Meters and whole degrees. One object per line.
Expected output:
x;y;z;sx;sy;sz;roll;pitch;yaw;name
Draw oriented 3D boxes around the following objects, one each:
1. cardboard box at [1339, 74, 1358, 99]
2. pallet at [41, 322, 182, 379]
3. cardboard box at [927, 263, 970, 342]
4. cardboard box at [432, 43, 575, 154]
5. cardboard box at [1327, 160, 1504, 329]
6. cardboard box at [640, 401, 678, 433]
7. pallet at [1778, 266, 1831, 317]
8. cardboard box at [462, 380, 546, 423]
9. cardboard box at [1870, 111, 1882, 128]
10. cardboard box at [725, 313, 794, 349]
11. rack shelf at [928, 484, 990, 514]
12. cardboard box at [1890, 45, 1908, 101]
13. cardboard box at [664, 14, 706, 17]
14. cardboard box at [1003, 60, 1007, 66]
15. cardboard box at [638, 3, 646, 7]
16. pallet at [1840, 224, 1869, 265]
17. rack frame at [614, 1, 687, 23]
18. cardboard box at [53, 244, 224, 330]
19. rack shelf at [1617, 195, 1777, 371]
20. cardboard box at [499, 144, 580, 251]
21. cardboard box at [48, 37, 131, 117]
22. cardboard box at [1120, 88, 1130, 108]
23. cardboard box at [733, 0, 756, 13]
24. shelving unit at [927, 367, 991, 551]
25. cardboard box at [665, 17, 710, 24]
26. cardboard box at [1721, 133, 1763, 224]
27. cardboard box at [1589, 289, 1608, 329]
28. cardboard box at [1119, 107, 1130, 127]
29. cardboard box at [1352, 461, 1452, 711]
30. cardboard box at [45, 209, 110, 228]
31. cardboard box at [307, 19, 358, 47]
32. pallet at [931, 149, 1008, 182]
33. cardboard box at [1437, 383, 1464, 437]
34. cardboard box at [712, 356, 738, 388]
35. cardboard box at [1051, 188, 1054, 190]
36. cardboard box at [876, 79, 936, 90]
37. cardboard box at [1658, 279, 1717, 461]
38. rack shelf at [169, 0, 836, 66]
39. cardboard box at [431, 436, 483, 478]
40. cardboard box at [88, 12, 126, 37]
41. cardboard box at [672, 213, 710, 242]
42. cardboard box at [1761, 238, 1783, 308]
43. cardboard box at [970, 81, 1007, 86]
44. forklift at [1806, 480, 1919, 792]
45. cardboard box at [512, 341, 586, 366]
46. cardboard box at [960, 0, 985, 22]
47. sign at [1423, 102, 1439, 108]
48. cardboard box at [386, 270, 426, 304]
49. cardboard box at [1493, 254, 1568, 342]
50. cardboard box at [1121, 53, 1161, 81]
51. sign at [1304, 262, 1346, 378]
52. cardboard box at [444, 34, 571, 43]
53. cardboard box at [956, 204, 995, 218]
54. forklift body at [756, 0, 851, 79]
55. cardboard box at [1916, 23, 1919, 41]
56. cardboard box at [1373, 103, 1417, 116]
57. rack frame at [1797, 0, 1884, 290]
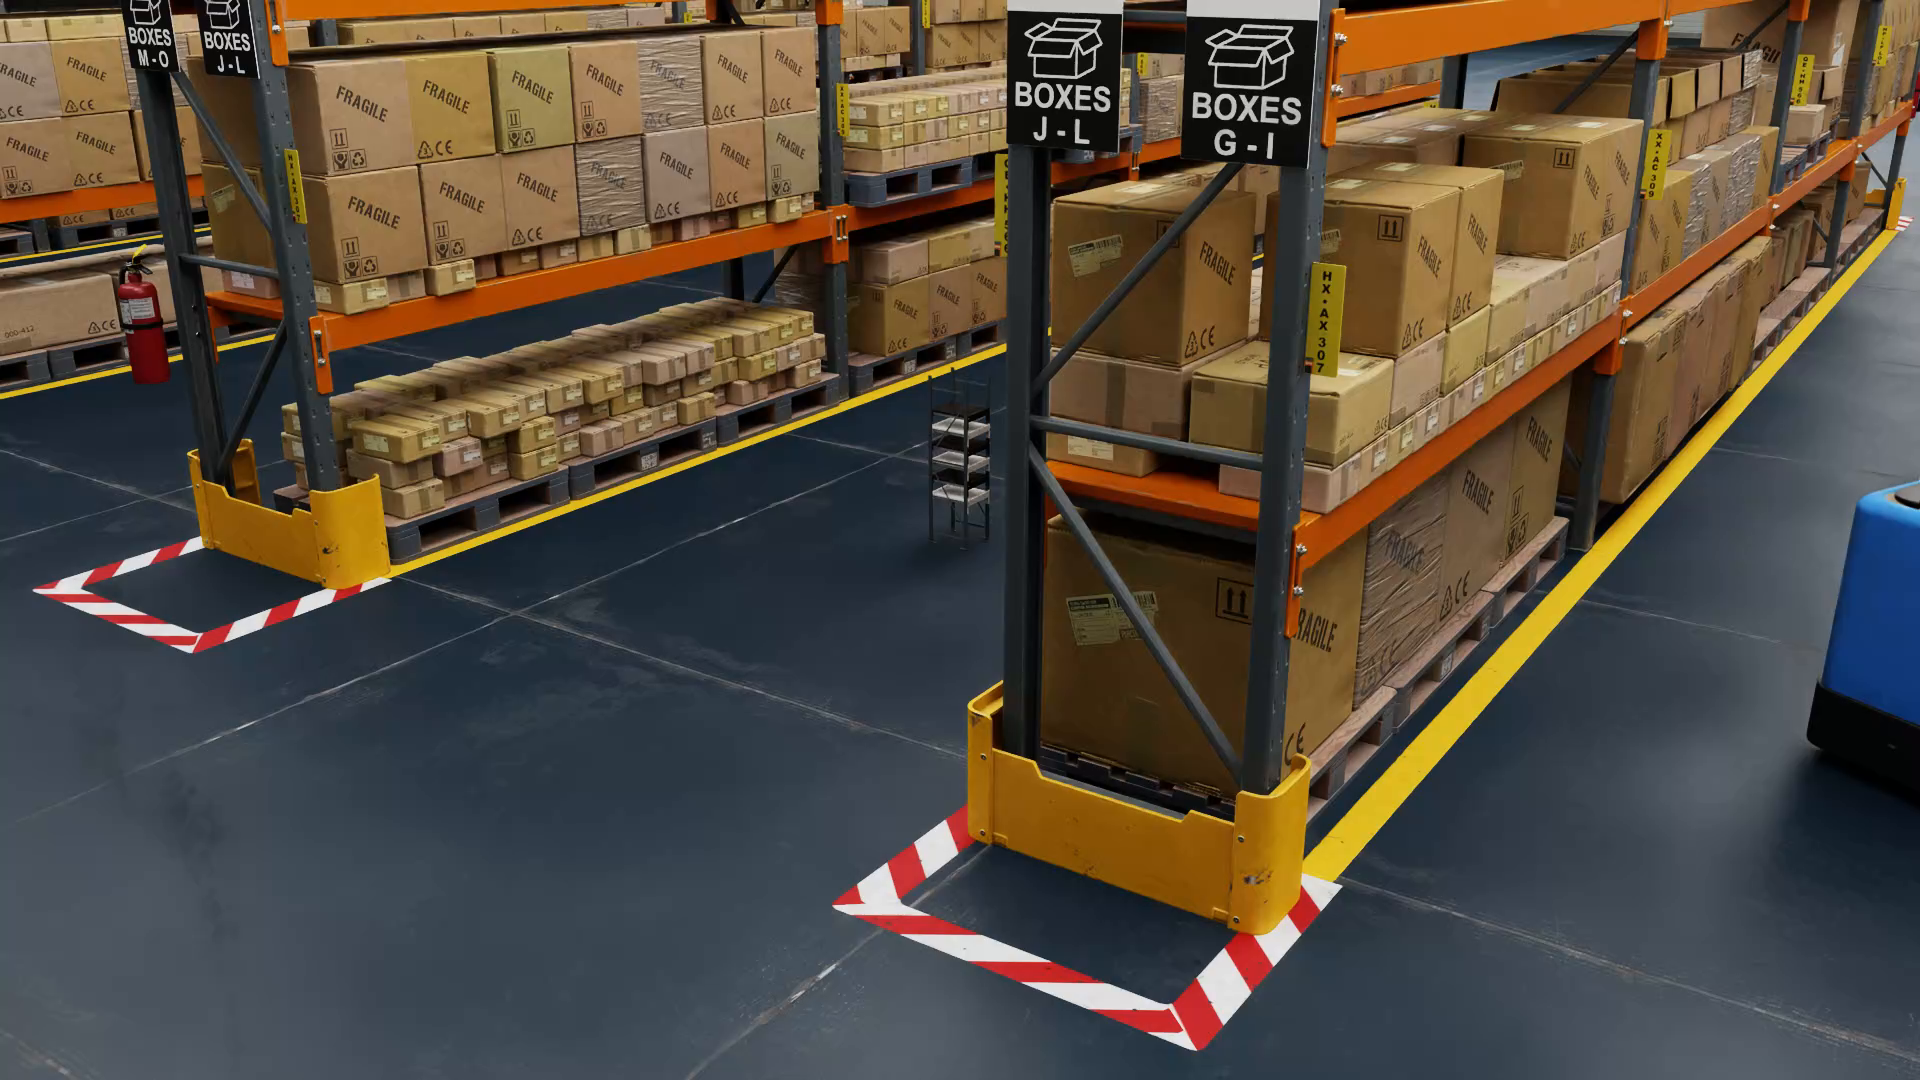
3.783;-5.079;17.956;0.875;0.550;0.550;13;24;32;cardboard box
-6.530;-1.517;12.562;1.003;0.211;1.213;13;24;32;pallet
-0.271;-1.780;12.251;0.500;0.500;0.500;15;25;34;cardboard box
-2.389;-2.318;8.695;0.500;0.500;0.500;13;24;31;cardboard box
1.655;-1.098;6.116;0.500;0.500;0.500;13;24;30;cardboard box
-1.924;-0.765;10.013;0.380;0.149;0.250;14;24;33;cardboard box
6.904;-2.210;14.436;1.003;0.211;1.213;13;24;32;pallet
-2.501;-0.755;9.130;0.380;0.149;0.250;12;23;29;cardboard box
8.286;-3.911;15.376;0.380;0.149;0.250;13;24;32;cardboard box
-1.297;-1.348;10.731;0.380;0.149;0.250;14;24;32;cardboard box
-0.005;-0.220;8.677;0.258;0.077;0.200;13;24;32;rack shelf
8.759;-4.622;16.363;0.875;0.500;0.500;13;24;32;cardboard box
-2.797;-5.245;17.444;0.500;0.500;0.500;13;24;31;cardboard box
0.432;-6.028;21.098;0.380;0.149;0.250;13;24;32;cardboard box
-4.480;-7.262;22.565;0.380;0.149;0.250;14;24;33;cardboard box
8.374;-2.985;16.531;1.003;0.211;1.213;13;24;32;pallet
-3.104;-4.527;16.679;1.000;3.000;0.127;13;24;32;rack frame
-6.297;-1.958;12.823;0.875;0.438;0.875;12;24;30;cardboard box
3.968;-1.683;10.028;1.077;0.370;4.000;13;24;32;rack shelf
-2.404;-1.853;8.878;0.500;0.500;0.500;14;24;33;cardboard box
-6.248;-3.272;11.701;0.500;0.500;0.500;13;24;32;cardboard box
1.146;-3.579;13.444;0.380;0.149;0.250;14;24;33;cardboard box
-2.418;-5.739;17.843;0.380;0.149;0.250;12;23;29;cardboard box
-0.005;-0.420;8.603;0.258;0.900;0.210;13;24;32;shelving unit
-2.659;-4.994;16.765;0.500;0.500;0.500;12;24;30;cardboard box
4.735;-2.309;10.540;0.500;0.500;0.500;13;24;31;cardboard box
2.798;-1.103;7.786;0.380;0.149;0.250;14;24;33;cardboard box
1.150;-3.438;13.494;0.380;0.149;0.250;14;24;33;cardboard box
1.400;0.040;6.789;0.875;0.875;0.875;13;24;32;cardboard box
-9.002;-3.466;16.808;0.500;0.500;0.500;15;25;34;cardboard box
-5.309;-4.072;13.865;0.500;0.500;0.500;14;25;34;cardboard box
-0.032;-2.925;12.624;1.003;0.211;1.213;13;24;32;pallet
1.643;-0.514;6.192;0.380;0.149;0.250;13;24;31;cardboard box
-1.616;-1.077;10.427;0.380;0.149;0.250;14;24;32;cardboard box
0.459;-2.816;13.971;0.500;0.250;0.500;12;23;29;cardboard box
-0.404;-3.328;12.338;0.380;0.149;0.250;12;23;29;cardboard box
3.688;-1.091;9.848;1.225;0.875;0.875;12;24;30;cardboard box
-2.326;-2.938;9.098;1.077;0.370;4.000;13;24;32;rack shelf
-2.743;-0.462;8.766;0.380;0.149;0.250;13;24;32;cardboard box
-6.033;-3.694;11.908;0.380;0.149;0.250;13;24;31;cardboard box
-1.716;-1.884;9.897;0.380;0.149;0.250;12;23;30;cardboard box
6.066;-2.150;13.223;0.700;0.500;0.500;16;25;36;cardboard box
0.275;-3.274;12.190;0.380;0.149;0.250;14;25;33;cardboard box
4.825;-0.644;6.282;3.031;2.935;1.130;-11;23;-28;forklift
-2.466;-1.080;10.007;0.380;0.149;0.250;13;24;32;cardboard box
-0.123;-6.556;20.151;0.700;0.500;0.500;13;24;32;cardboard box
2.389;-2.055;8.443;0.100;0.325;0.005;13;24;32;sign
-2.888;-1.287;8.284;0.380;0.149;0.250;14;25;34;cardboard box
2.237;-1.042;7.047;0.500;0.250;0.500;14;24;33;cardboard box
1.307;-4.233;14.300;0.700;0.500;0.500;13;24;32;cardboard box
1.051;-0.632;4.788;0.100;0.325;0.005;13;24;32;sign
-2.534;-2.579;9.399;0.500;0.500;0.500;12;24;30;cardboard box
0.306;-2.430;12.927;0.500;0.250;0.500;14;24;33;cardboard box
-2.271;-6.491;23.213;2.313;2.155;1.214;13;24;32;forklift body
9.484;-5.339;16.861;0.500;0.500;0.500;13;24;32;cardboard box
4.724;-4.626;19.405;0.875;0.875;0.875;13;24;31;cardboard box
7.341;-3.742;14.557;1.000;3.000;0.127;13;24;32;rack frame
